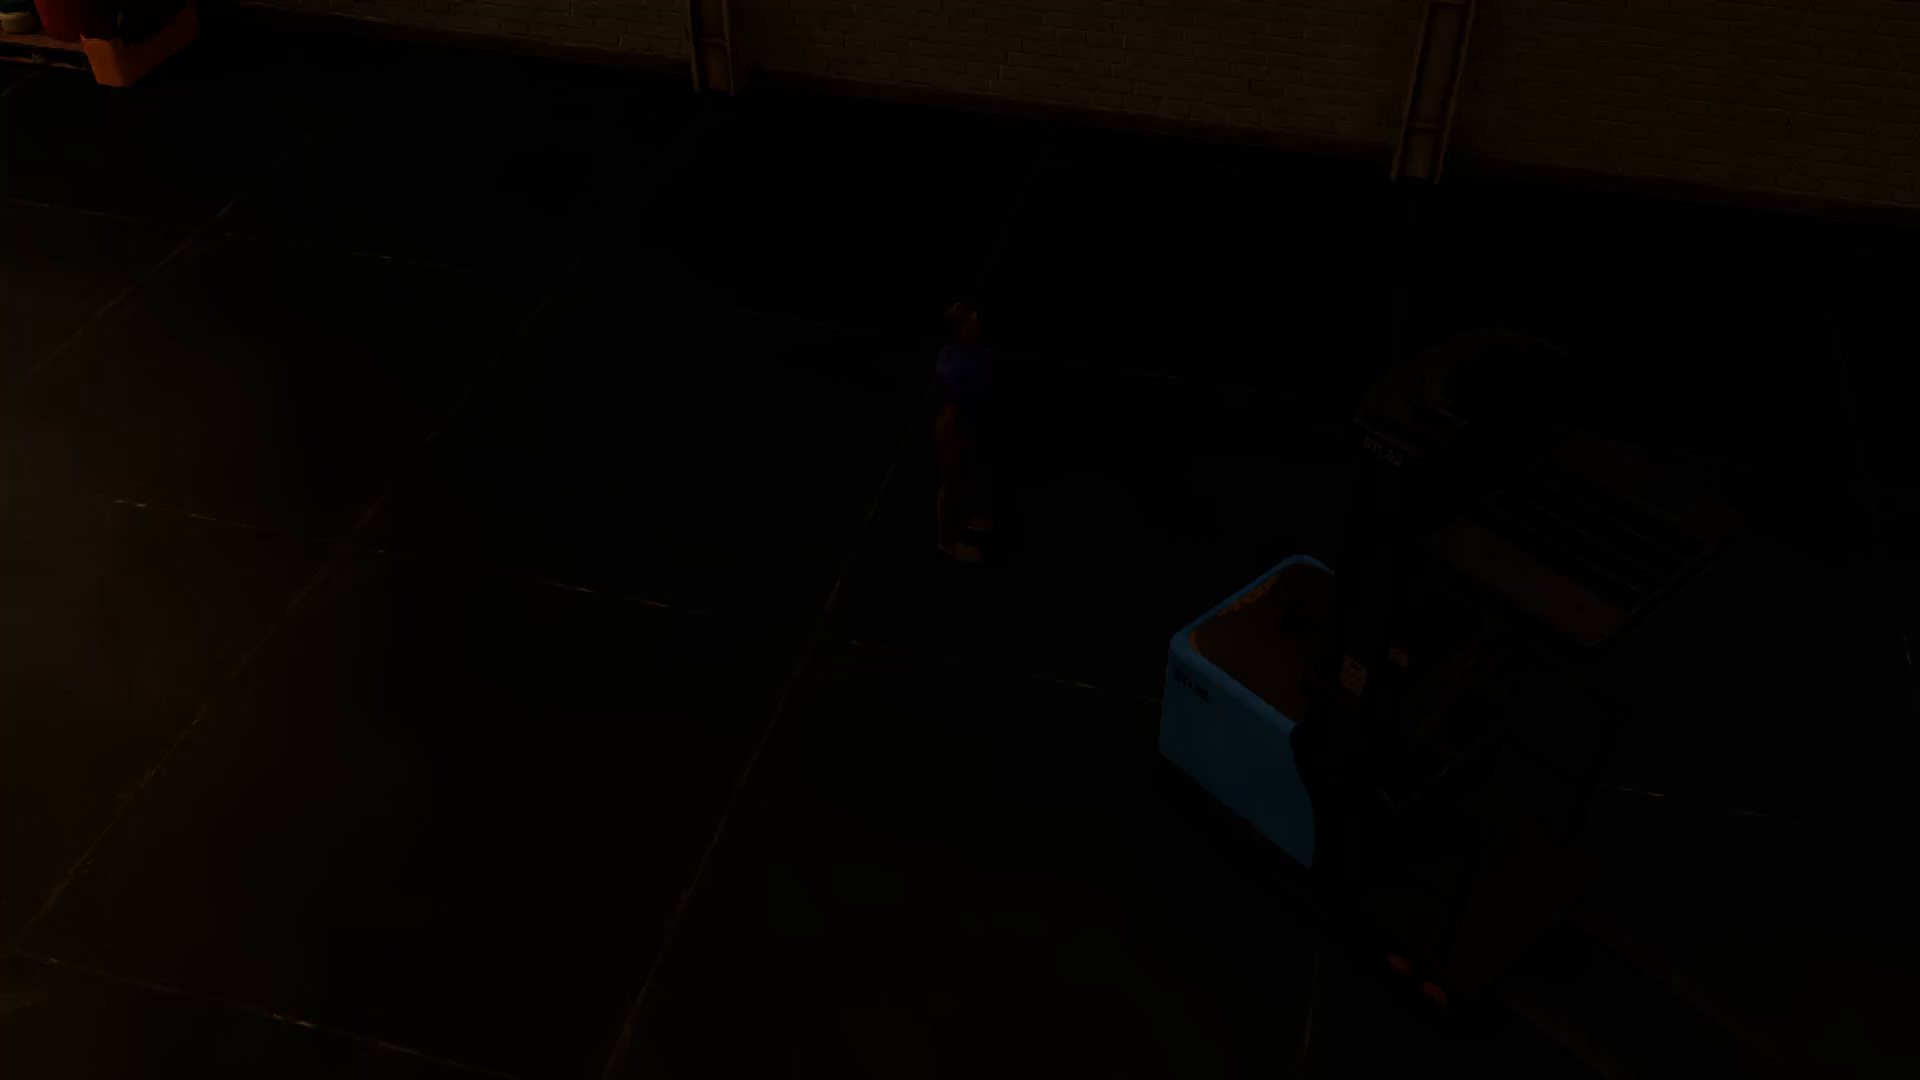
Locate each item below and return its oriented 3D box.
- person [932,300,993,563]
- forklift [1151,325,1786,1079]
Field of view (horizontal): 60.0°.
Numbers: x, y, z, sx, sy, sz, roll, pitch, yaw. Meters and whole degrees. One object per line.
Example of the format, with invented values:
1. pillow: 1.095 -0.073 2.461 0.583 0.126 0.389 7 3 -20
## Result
1. person: 0.022 -0.644 9.503 0.320 1.662 0.446 10 42 11
2. forklift: 2.332 0.692 7.072 1.130 2.935 3.031 -30 49 -30
